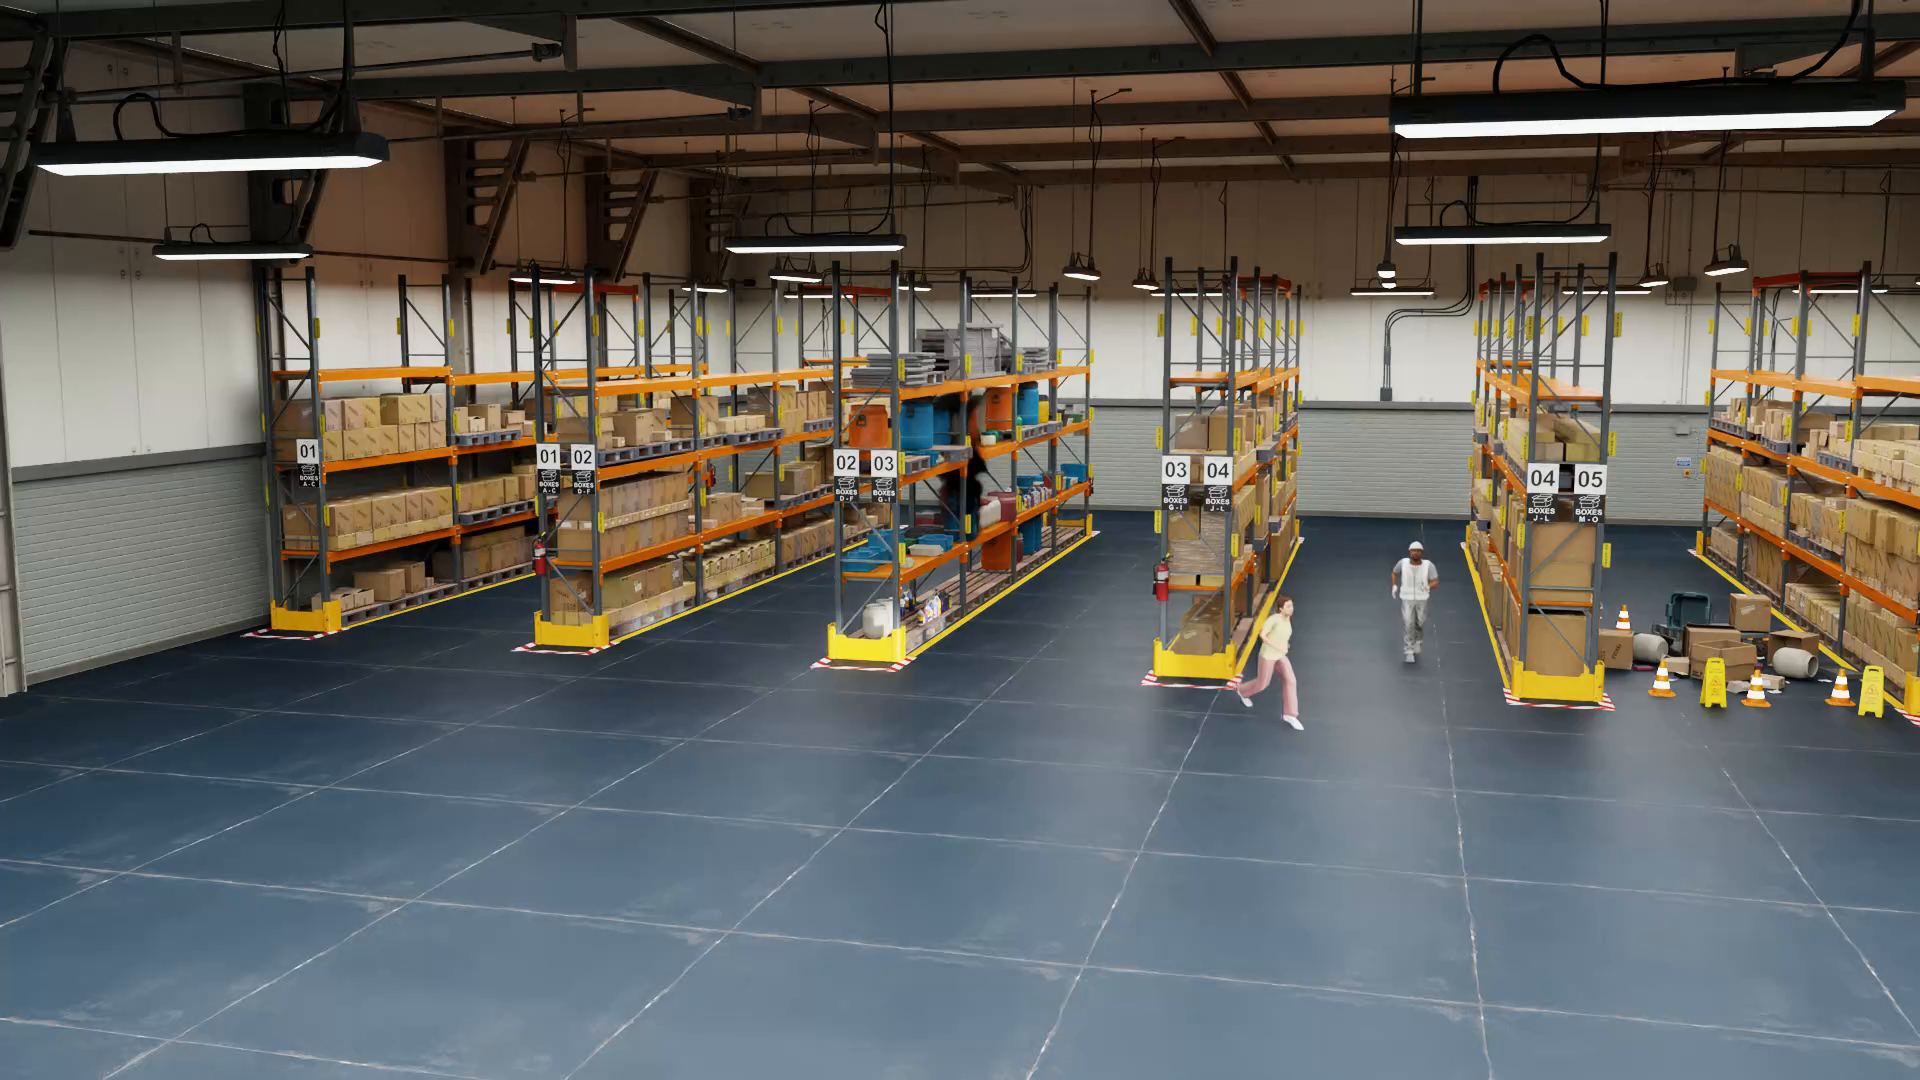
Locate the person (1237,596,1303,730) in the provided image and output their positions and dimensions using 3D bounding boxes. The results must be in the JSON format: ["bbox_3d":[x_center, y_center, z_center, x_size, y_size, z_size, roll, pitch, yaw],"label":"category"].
[{"bbox_3d":[3.961,1.514,21.196,0.582,1.658,1.092,-5,9,-37],"label":"person"}]

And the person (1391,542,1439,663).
[{"bbox_3d":[6.888,0.906,25.207,0.692,1.783,0.919,2,7,12],"label":"person"}]
